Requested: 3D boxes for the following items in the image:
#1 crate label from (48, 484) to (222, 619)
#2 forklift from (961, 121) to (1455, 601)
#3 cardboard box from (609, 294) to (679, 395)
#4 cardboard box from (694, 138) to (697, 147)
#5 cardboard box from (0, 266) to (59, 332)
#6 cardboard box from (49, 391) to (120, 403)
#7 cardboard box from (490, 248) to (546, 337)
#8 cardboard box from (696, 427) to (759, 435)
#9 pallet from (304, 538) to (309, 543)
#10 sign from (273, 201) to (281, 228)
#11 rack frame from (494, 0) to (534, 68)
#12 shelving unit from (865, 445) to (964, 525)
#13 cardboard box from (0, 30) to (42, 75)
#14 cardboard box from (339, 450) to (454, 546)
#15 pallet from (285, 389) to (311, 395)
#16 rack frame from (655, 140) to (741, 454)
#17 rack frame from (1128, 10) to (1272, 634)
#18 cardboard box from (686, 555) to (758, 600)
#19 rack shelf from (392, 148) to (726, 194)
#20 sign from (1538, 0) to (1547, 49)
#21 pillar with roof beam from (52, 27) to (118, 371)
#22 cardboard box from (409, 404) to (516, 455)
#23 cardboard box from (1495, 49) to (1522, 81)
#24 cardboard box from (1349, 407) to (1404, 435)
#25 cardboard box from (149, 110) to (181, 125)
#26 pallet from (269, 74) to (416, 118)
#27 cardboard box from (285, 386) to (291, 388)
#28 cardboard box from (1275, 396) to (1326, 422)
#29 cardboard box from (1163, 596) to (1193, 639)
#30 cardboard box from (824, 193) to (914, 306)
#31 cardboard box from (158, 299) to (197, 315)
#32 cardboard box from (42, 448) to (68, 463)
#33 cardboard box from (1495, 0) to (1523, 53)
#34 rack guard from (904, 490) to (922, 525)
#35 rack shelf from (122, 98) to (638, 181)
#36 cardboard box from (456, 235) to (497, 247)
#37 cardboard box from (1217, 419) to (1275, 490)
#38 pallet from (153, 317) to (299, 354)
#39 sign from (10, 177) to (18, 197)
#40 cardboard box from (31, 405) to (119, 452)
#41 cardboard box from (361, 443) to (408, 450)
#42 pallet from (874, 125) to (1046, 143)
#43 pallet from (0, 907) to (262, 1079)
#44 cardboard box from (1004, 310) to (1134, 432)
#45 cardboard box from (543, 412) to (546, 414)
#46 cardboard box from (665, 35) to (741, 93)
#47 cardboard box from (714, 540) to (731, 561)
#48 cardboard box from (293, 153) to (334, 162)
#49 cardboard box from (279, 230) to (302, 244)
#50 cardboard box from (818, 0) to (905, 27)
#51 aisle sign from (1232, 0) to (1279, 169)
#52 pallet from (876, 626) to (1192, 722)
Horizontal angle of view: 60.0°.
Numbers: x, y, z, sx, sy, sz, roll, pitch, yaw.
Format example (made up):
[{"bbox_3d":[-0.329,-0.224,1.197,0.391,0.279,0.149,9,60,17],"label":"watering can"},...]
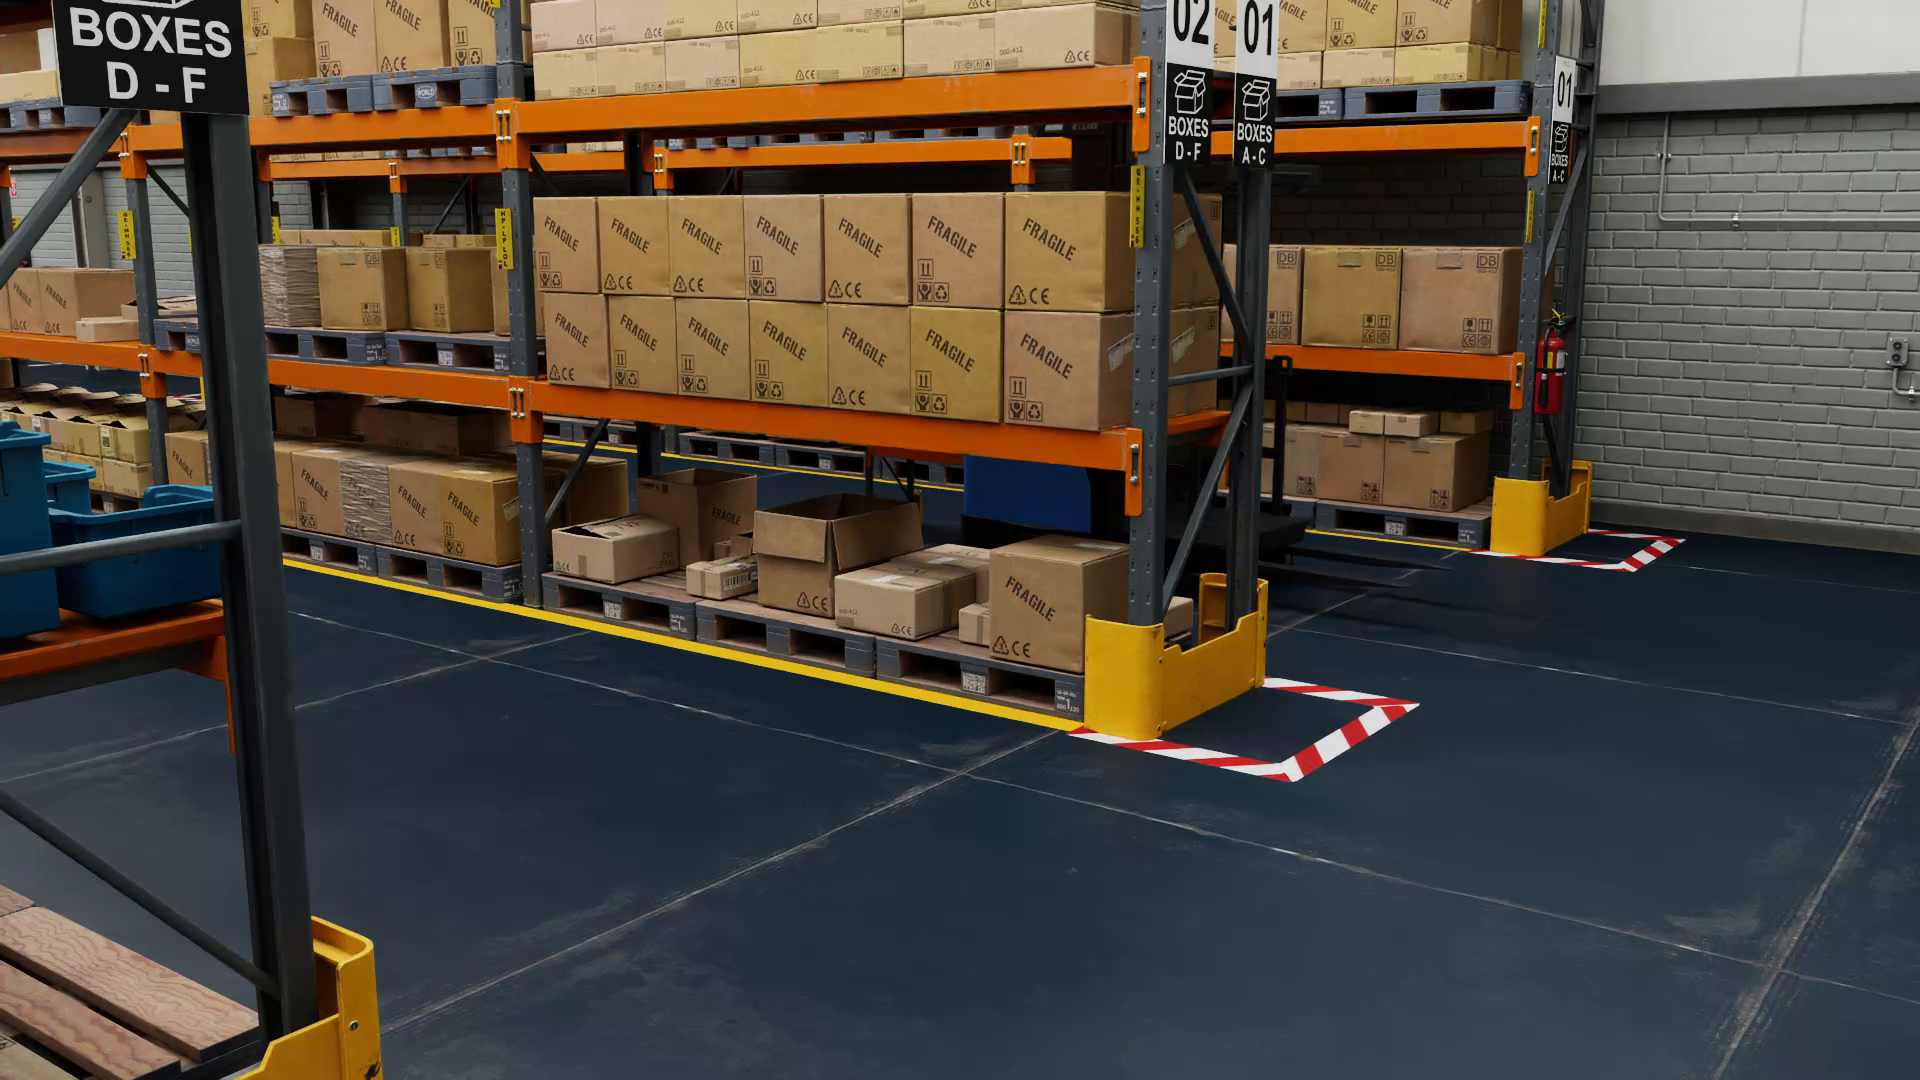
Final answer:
[{"bbox_3d":[-1.876,0.023,3.798,0.303,0.233,0.416,8,13,36],"label":"crate label"},{"bbox_3d":[1.467,-1.197,10.000,3.031,2.935,1.130,9,14,39],"label":"forklift"},{"bbox_3d":[-1.497,-1.052,8.809,0.500,0.500,0.500,8,14,37],"label":"cardboard box"},{"bbox_3d":[-2.900,-4.016,16.176,0.500,0.500,0.500,8,14,36],"label":"cardboard box"},{"bbox_3d":[-7.575,-1.960,13.500,0.500,0.500,0.500,9,14,40],"label":"cardboard box"},{"bbox_3d":[-7.289,-1.075,13.845,0.500,0.311,0.500,8,13,35],"label":"cardboard box"},{"bbox_3d":[-2.410,-1.502,10.028,0.500,0.500,0.700,3,11,16],"label":"cardboard box"},{"bbox_3d":[-1.941,-1.416,15.505,0.750,0.750,0.750,8,13,35],"label":"cardboard box"},{"bbox_3d":[-4.806,-0.150,11.751,1.213,0.211,1.003,8,13,36],"label":"pallet"},{"bbox_3d":[-8.559,-4.074,20.809,0.005,0.325,0.100,8,13,36],"label":"sign"},{"bbox_3d":[-2.161,-4.105,9.056,0.127,3.000,1.000,8,13,36],"label":"rack frame"},{"bbox_3d":[-0.090,-0.752,11.469,1.083,1.500,0.587,8,14,37],"label":"shelving unit"},{"bbox_3d":[-7.663,-3.896,13.191,0.500,0.500,0.500,10,15,41],"label":"cardboard box"},{"bbox_3d":[-3.526,-0.273,10.467,0.500,0.500,0.500,8,14,36],"label":"cardboard box"},{"bbox_3d":[-7.230,-1.656,19.532,1.213,0.211,1.003,8,13,36],"label":"pallet"},{"bbox_3d":[-2.456,-2.368,15.872,0.127,3.000,1.000,8,13,36],"label":"rack frame"},{"bbox_3d":[1.063,-0.710,7.301,0.127,3.000,1.000,8,13,36],"label":"rack frame"},{"bbox_3d":[-1.248,0.192,8.943,0.250,0.166,0.380,8,13,36],"label":"cardboard box"},{"bbox_3d":[-4.068,-3.712,16.818,4.000,0.370,1.077,8,13,36],"label":"rack shelf"},{"bbox_3d":[3.660,-3.256,10.440,0.005,0.325,0.100,8,13,36],"label":"sign"},{"bbox_3d":[-15.212,-6.282,20.309,0.400,9.000,9.100,8,13,36],"label":"pillar with roof beam"},{"bbox_3d":[-3.213,-0.720,10.805,0.500,0.250,0.500,8,14,36],"label":"cardboard box"},{"bbox_3d":[3.549,-3.242,11.522,0.500,0.250,0.500,9,14,38],"label":"cardboard box"},{"bbox_3d":[2.951,-0.844,11.765,0.250,0.149,0.380,8,14,37],"label":"cardboard box"},{"bbox_3d":[-5.013,-3.087,11.429,0.500,0.500,0.910,8,13,36],"label":"cardboard box"},{"bbox_3d":[-3.483,-2.740,10.393,1.003,0.211,1.213,8,13,36],"label":"pallet"},{"bbox_3d":[-7.940,-2.008,19.930,0.500,0.311,0.500,9,14,40],"label":"cardboard box"},{"bbox_3d":[2.565,-0.988,12.508,0.250,0.149,0.380,8,14,36],"label":"cardboard box"},{"bbox_3d":[0.929,0.374,8.045,0.250,0.149,0.380,8,13,36],"label":"cardboard box"},{"bbox_3d":[-0.287,-1.372,7.828,0.500,0.500,0.500,8,14,37],"label":"cardboard box"},{"bbox_3d":[-5.652,-1.613,12.205,0.500,0.311,0.500,9,14,39],"label":"cardboard box"},{"bbox_3d":[-6.775,-0.602,12.875,0.500,0.250,0.500,8,14,37],"label":"cardboard box"},{"bbox_3d":[3.547,-3.610,11.447,0.500,0.500,0.500,7,13,33],"label":"cardboard box"},{"bbox_3d":[-0.482,-0.197,11.889,0.087,0.250,0.587,8,14,37],"label":"rack guard"},{"bbox_3d":[-3.773,-2.504,10.571,4.000,0.370,1.077,8,13,36],"label":"rack shelf"},{"bbox_3d":[-4.844,-2.956,17.492,0.500,0.500,0.700,10,15,41],"label":"cardboard box"},{"bbox_3d":[2.126,-0.682,12.635,0.500,0.500,0.700,8,14,37],"label":"cardboard box"},{"bbox_3d":[-4.797,-1.449,11.630,1.003,0.211,1.213,8,13,36],"label":"pallet"},{"bbox_3d":[-14.580,-5.434,25.616,0.199,0.298,0.001,8,13,36],"label":"sign"},{"bbox_3d":[-6.781,-0.876,12.820,0.500,0.311,0.500,8,13,35],"label":"cardboard box"},{"bbox_3d":[-3.649,-0.412,11.187,0.500,0.500,0.500,7,13,33],"label":"cardboard box"},{"bbox_3d":[0.000,-3.392,13.775,1.217,0.209,0.805,7,13,33],"label":"pallet"},{"bbox_3d":[-2.514,1.319,4.158,1.213,0.211,1.003,8,13,36],"label":"pallet"},{"bbox_3d":[0.541,-0.768,7.336,0.500,0.500,0.500,8,14,37],"label":"cardboard box"},{"bbox_3d":[-4.243,-1.612,17.389,0.500,0.500,0.700,8,14,36],"label":"cardboard box"},{"bbox_3d":[-1.113,-2.353,8.291,0.500,0.250,0.500,8,13,36],"label":"cardboard box"},{"bbox_3d":[-1.196,0.078,9.577,0.250,0.149,0.380,8,13,36],"label":"cardboard box"},{"bbox_3d":[-7.102,-4.483,18.594,0.500,0.500,0.500,7,13,33],"label":"cardboard box"},{"bbox_3d":[-7.469,-3.300,19.056,0.500,0.500,0.500,8,14,37],"label":"cardboard box"},{"bbox_3d":[-0.306,-2.486,7.664,0.500,0.250,0.500,8,13,36],"label":"cardboard box"},{"bbox_3d":[1.292,-2.023,7.247,0.004,0.787,0.394,8,13,36],"label":"aisle sign"},{"bbox_3d":[0.359,0.561,8.073,1.213,0.211,1.003,8,13,36],"label":"pallet"}]
